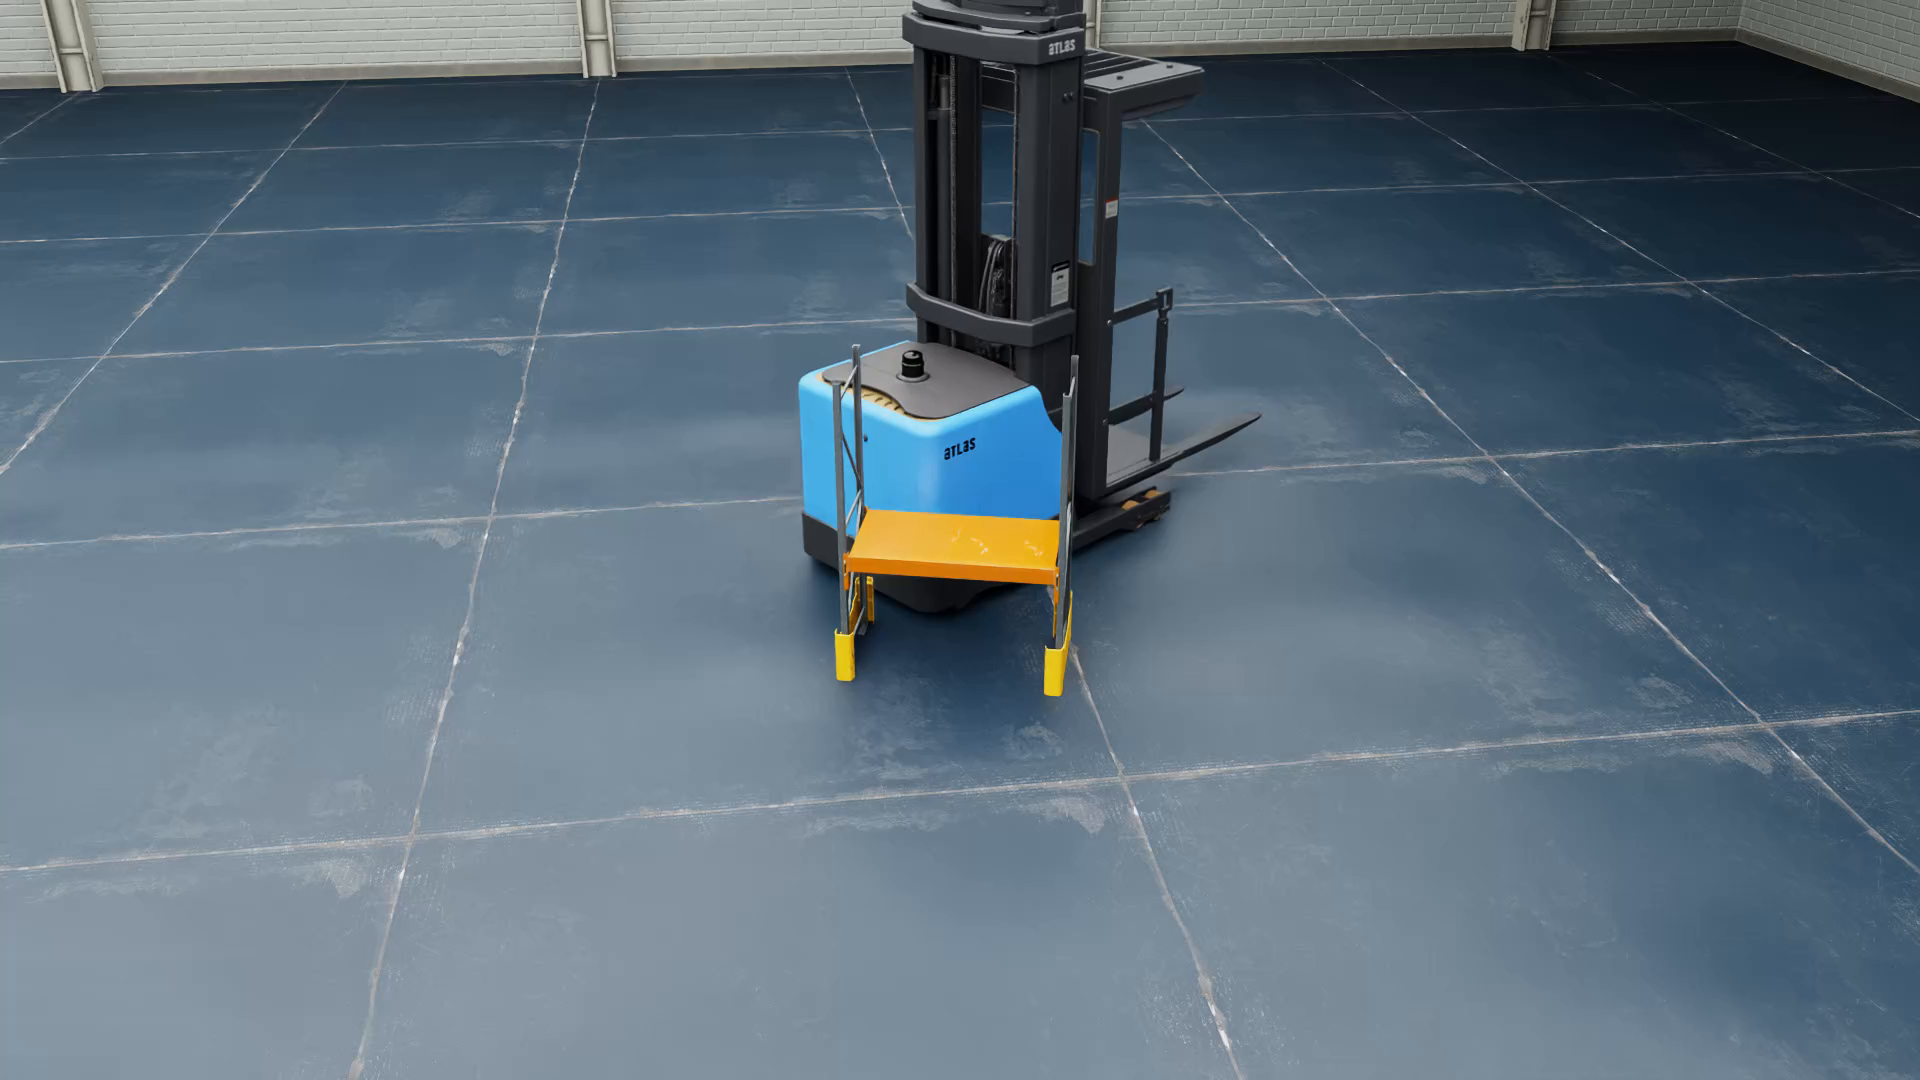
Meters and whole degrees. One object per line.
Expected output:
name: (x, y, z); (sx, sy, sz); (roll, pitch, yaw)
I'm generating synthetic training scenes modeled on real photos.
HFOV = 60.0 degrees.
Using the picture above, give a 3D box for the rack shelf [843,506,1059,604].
rack shelf: (-0.010, 0.063, 7.878); (1.000, 0.185, 0.538); (4, 27, 7)

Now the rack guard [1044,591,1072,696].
rack guard: (0.475, 0.490, 8.022); (0.087, 0.250, 0.587); (4, 27, 7)

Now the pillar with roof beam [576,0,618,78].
pillar with roof beam: (-3.799, -7.758, 14.512); (0.400, 9.000, 9.100); (-4, 27, -7)

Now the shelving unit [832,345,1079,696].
shelving unit: (-0.019, -0.097, 7.797); (1.083, 1.500, 0.587); (4, 27, 7)

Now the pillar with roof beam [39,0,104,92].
pillar with roof beam: (-9.741, -7.376, 13.769); (0.400, 9.000, 9.100); (-4, 27, -7)

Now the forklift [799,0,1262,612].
forklift: (0.558, -1.509, 8.981); (3.031, 2.935, 1.130); (-24, 36, -39)

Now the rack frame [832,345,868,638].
rack frame: (-0.513, -0.128, 7.857); (0.032, 1.500, 0.500); (4, 27, 7)

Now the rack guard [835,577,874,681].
rack guard: (-0.512, 0.428, 8.142); (0.087, 0.250, 0.587); (4, 27, 7)

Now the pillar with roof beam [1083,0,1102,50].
pillar with roof beam: (2.142, -8.140, 15.256); (0.400, 9.000, 9.100); (-4, 27, -7)

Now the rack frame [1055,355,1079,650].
rack frame: (0.494, -0.065, 7.734); (0.032, 1.500, 0.500); (4, 27, 7)

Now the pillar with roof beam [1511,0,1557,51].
pillar with roof beam: (8.084, -8.521, 16.000); (0.400, 9.000, 9.100); (-4, 27, -7)
